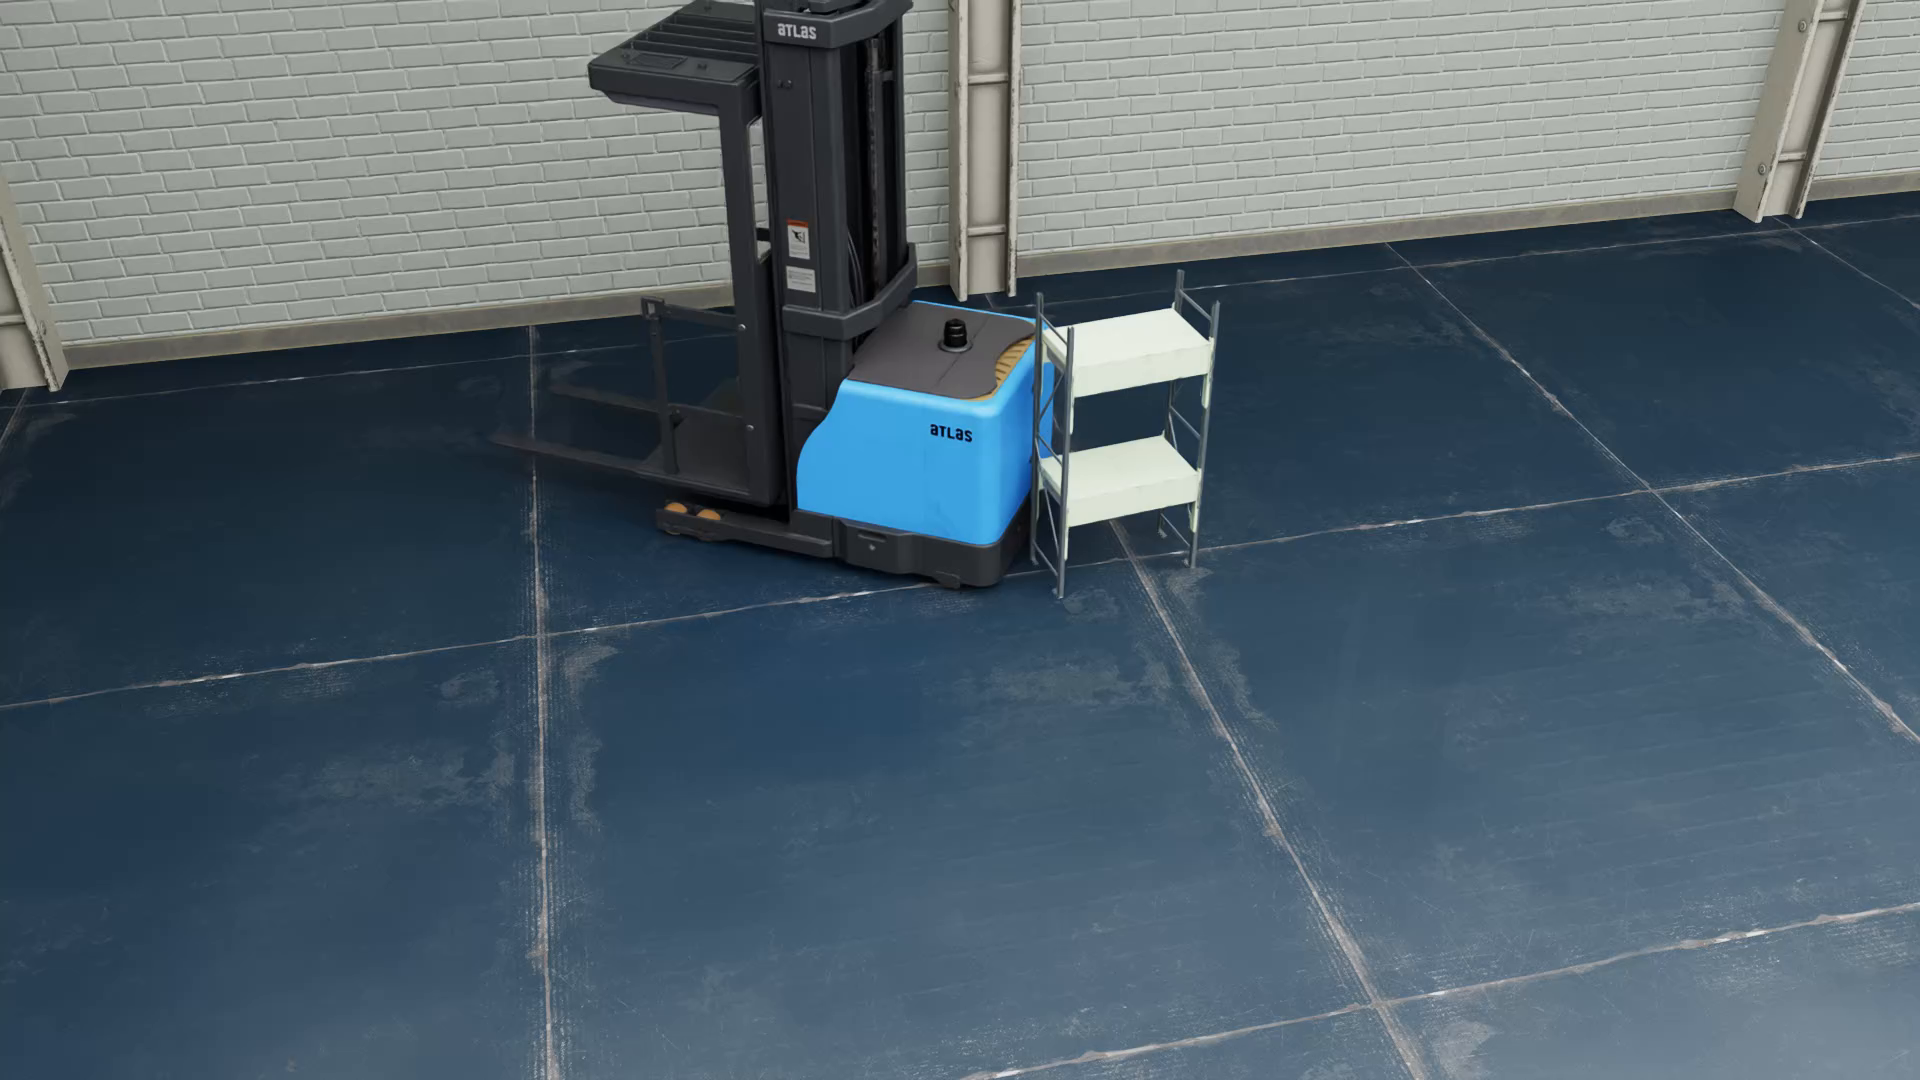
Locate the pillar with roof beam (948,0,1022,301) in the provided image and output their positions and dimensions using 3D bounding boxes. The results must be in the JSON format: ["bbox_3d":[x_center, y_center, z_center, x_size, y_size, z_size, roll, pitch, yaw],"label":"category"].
[{"bbox_3d":[1.102,-3.102,5.296,0.400,9.000,9.100,-7,35,-11],"label":"pillar with roof beam"}]

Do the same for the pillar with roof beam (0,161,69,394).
[{"bbox_3d":[-4.750,-2.364,4.197,0.400,9.000,9.100,-7,35,-11],"label":"pillar with roof beam"}]

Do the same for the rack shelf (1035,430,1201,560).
[{"bbox_3d":[0.780,-0.232,8.335,0.720,0.370,0.431,-12,36,-17],"label":"rack shelf"}]

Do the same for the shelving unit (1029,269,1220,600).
[{"bbox_3d":[0.780,-0.503,8.153,0.755,1.500,0.431,-12,36,-17],"label":"shelving unit"}]

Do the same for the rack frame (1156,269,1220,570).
[{"bbox_3d":[1.123,-0.574,8.259,0.023,1.500,0.400,-12,36,-17],"label":"rack frame"}]

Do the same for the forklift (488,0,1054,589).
[{"bbox_3d":[-1.072,-1.471,8.312,3.031,2.935,1.130,11,36,16],"label":"forklift"}]

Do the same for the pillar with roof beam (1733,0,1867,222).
[{"bbox_3d":[6.954,-3.839,6.395,0.400,9.000,9.100,-7,35,-11],"label":"pillar with roof beam"}]

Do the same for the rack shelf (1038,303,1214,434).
[{"bbox_3d":[0.780,-0.827,7.935,0.720,0.370,0.431,-12,36,-17],"label":"rack shelf"}]

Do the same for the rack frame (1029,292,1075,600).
[{"bbox_3d":[0.436,-0.432,8.047,0.023,1.500,0.400,-12,36,-17],"label":"rack frame"}]
